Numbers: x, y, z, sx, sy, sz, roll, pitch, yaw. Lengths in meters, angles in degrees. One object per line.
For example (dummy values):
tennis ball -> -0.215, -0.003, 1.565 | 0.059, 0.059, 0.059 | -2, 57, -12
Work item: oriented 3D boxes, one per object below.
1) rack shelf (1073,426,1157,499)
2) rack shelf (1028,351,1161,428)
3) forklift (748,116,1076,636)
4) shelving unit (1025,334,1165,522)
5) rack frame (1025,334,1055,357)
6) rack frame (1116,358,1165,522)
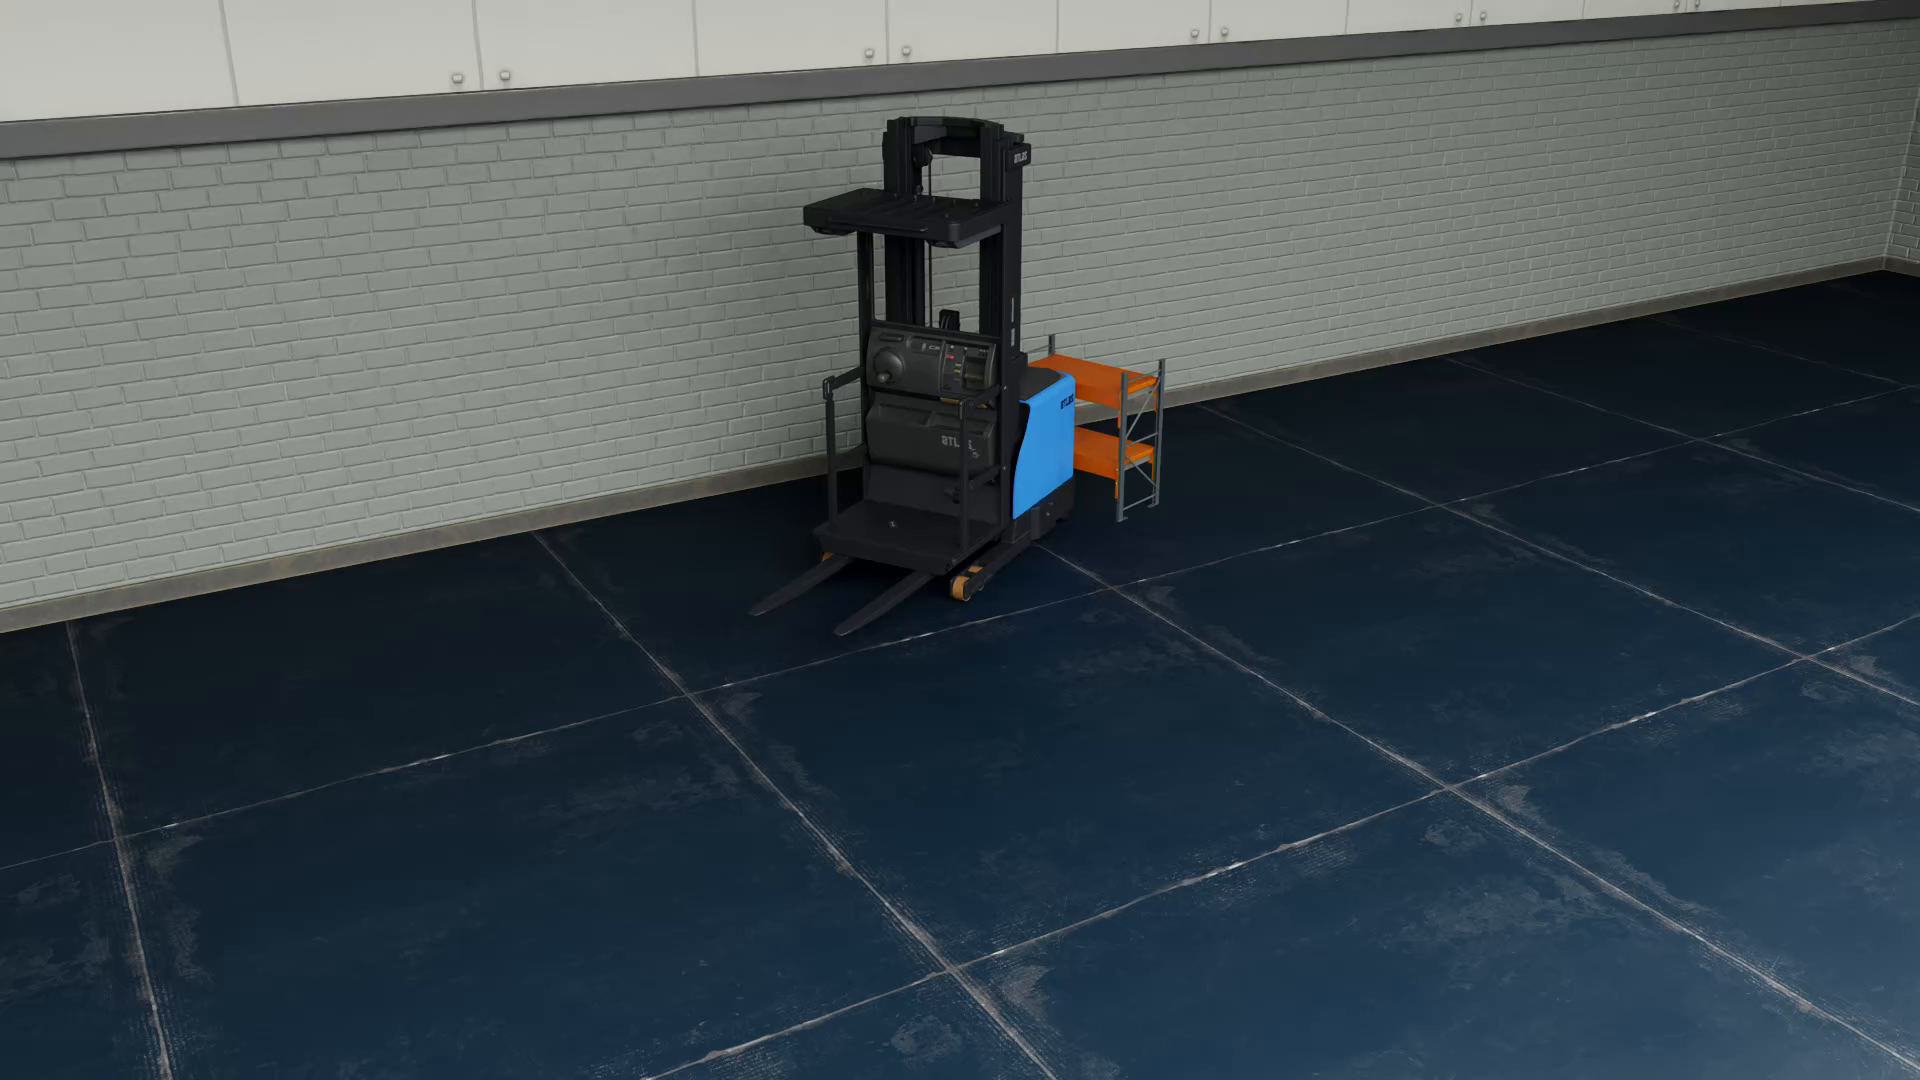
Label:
rack shelf -> 0.933, -0.626, 12.506 | 1.000, 0.278, 0.538 | 18, 28, 38
rack shelf -> 0.933, -1.123, 12.304 | 1.000, 0.278, 0.538 | 18, 28, 38
forklift -> -0.290, -1.150, 10.749 | 1.130, 2.935, 3.031 | 11, 25, 26
shelving unit -> 0.933, -0.852, 12.414 | 1.048, 1.125, 0.538 | 18, 28, 38
rack frame -> 0.550, -0.978, 12.725 | 0.032, 1.125, 0.500 | 18, 28, 38
rack frame -> 1.315, -0.726, 12.104 | 0.032, 1.125, 0.500 | 18, 28, 38
